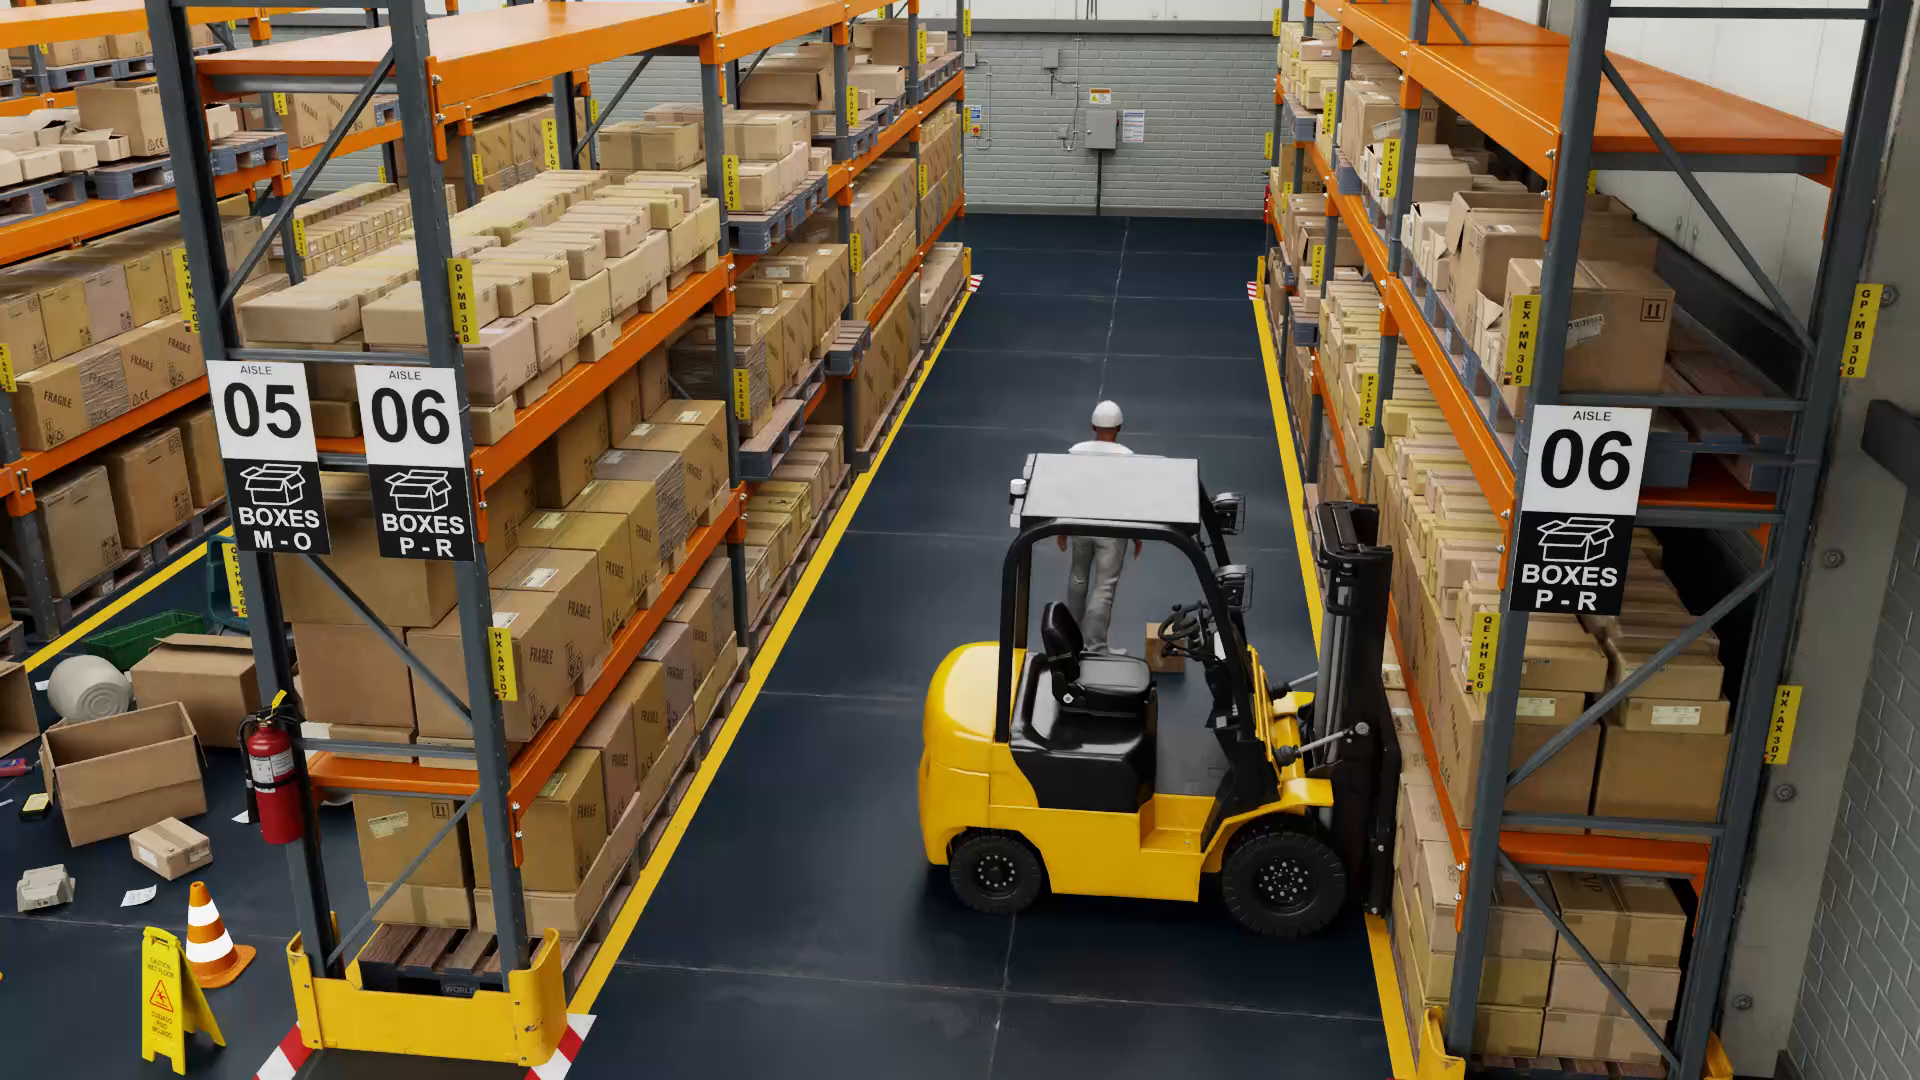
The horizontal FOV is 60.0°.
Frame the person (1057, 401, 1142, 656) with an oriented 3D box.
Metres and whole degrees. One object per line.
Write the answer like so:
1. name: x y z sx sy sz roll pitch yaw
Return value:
1. person: 0.938 -0.118 11.324 0.687 1.729 0.827 11 24 26
